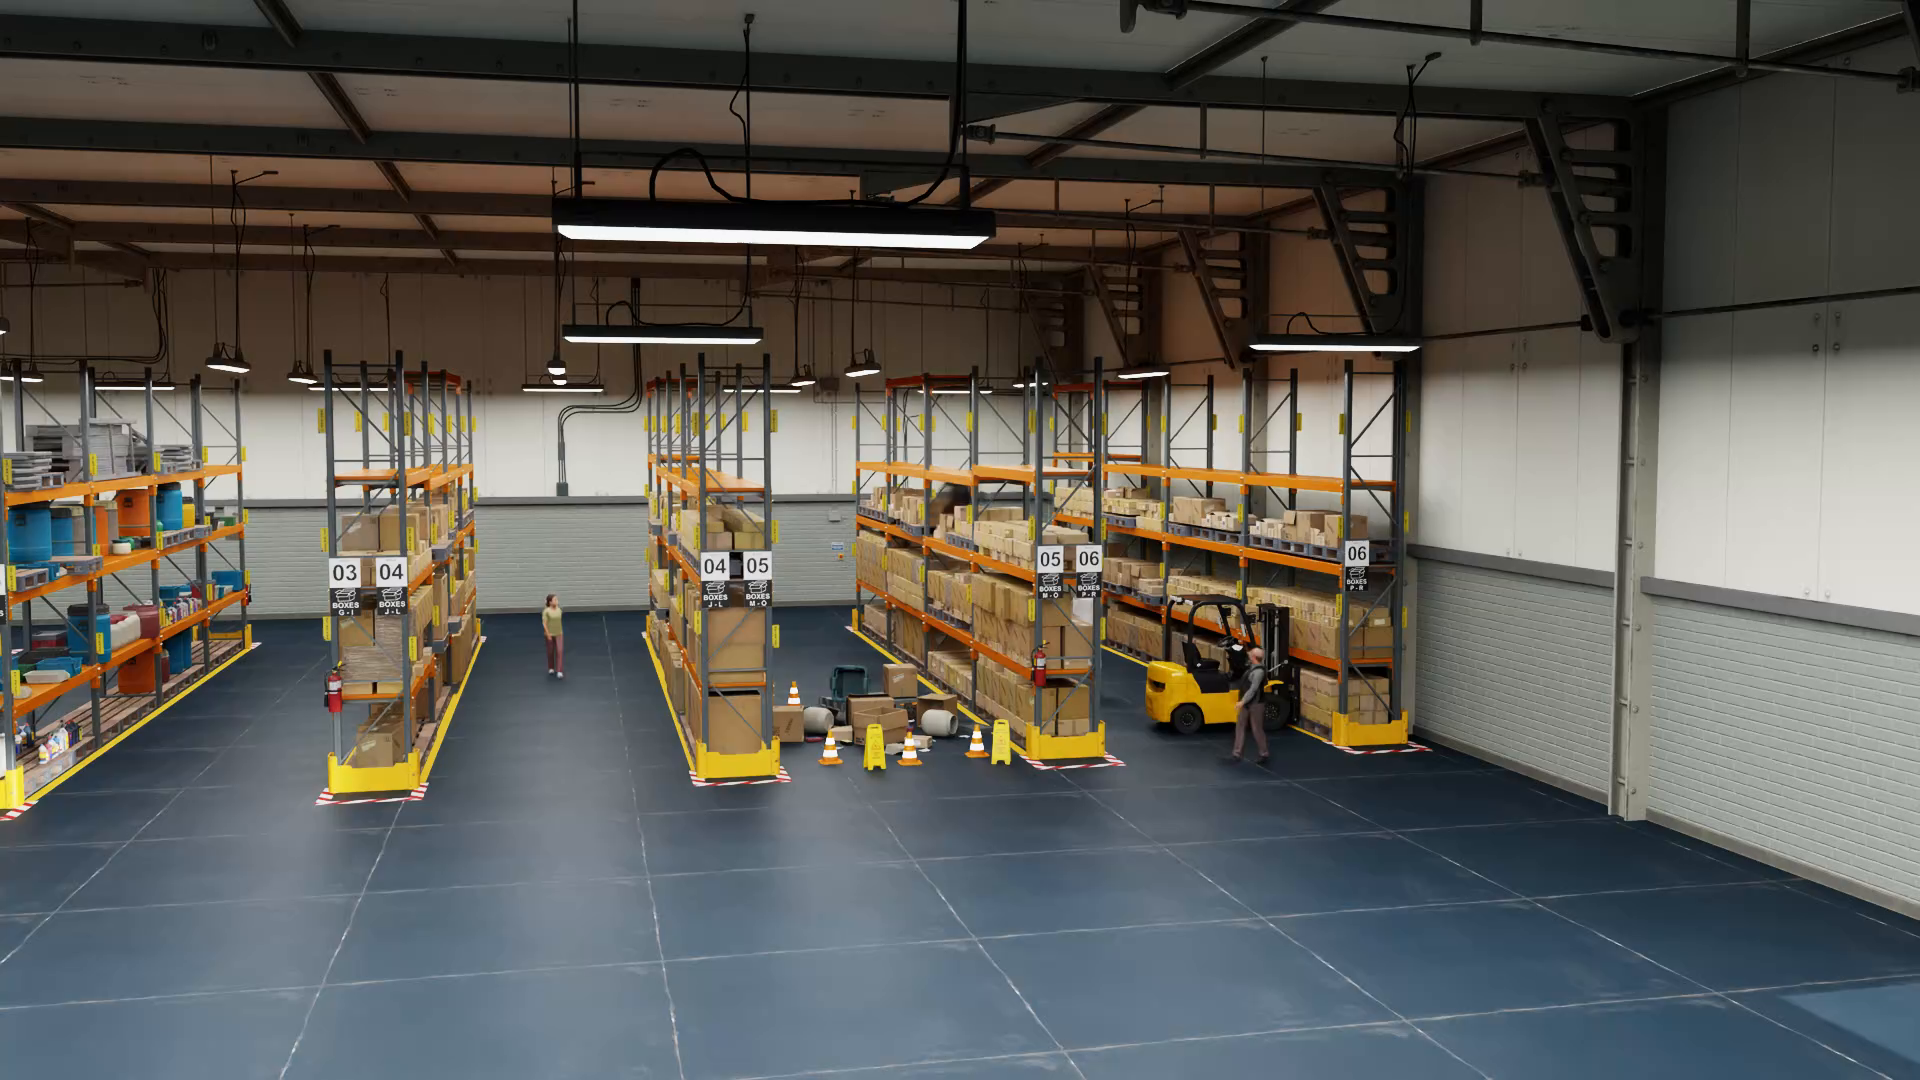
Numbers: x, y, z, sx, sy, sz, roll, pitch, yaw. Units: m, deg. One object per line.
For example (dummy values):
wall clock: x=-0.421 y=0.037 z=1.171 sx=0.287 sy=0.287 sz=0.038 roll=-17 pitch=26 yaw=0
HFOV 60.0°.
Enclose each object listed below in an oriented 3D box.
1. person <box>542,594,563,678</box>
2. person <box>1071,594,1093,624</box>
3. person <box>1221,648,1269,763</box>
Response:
person: x=-8.063 y=1.885 z=32.925 sx=0.411 sy=1.619 sz=0.978 roll=-1 pitch=4 yaw=-16
person: x=2.290 y=1.654 z=31.536 sx=0.644 sy=1.868 sz=0.548 roll=-2 pitch=4 yaw=-21
person: x=4.237 y=2.442 z=24.508 sx=0.714 sy=1.706 sz=0.535 roll=-2 pitch=4 yaw=-21
